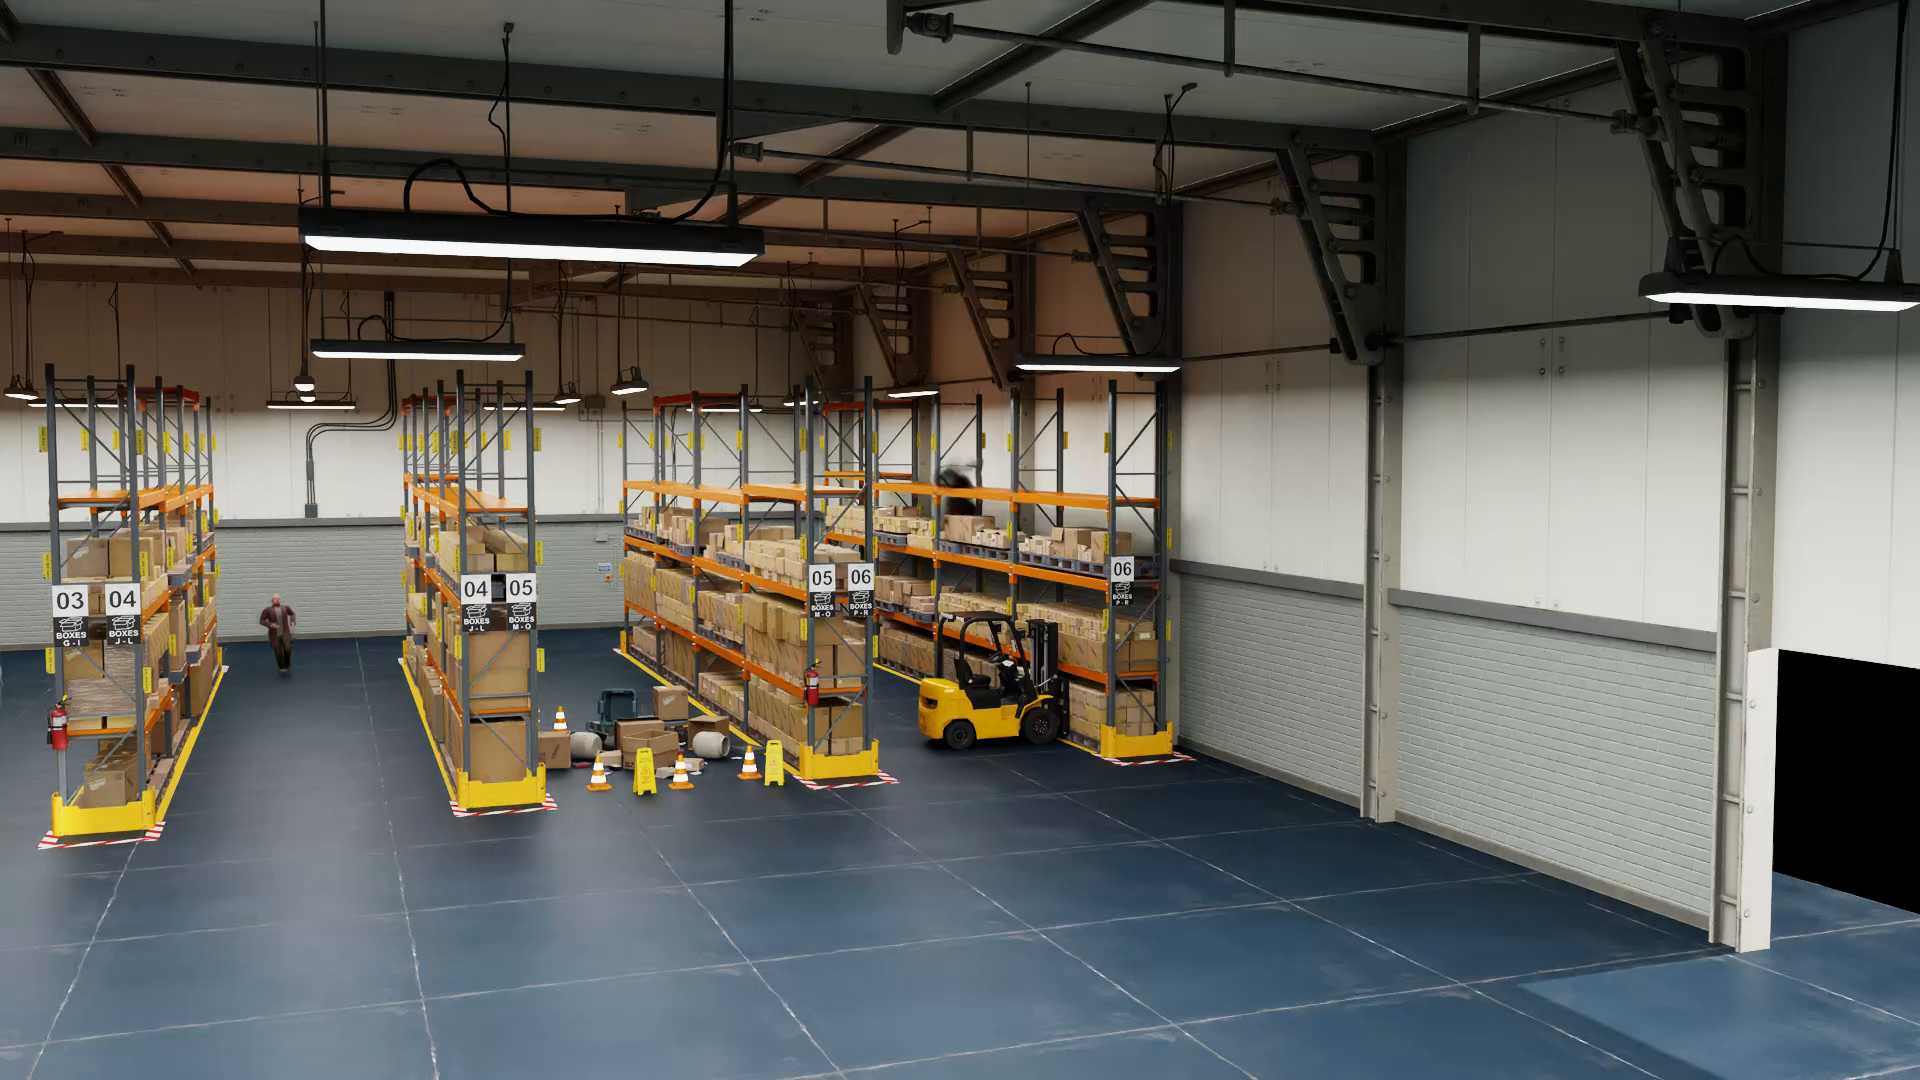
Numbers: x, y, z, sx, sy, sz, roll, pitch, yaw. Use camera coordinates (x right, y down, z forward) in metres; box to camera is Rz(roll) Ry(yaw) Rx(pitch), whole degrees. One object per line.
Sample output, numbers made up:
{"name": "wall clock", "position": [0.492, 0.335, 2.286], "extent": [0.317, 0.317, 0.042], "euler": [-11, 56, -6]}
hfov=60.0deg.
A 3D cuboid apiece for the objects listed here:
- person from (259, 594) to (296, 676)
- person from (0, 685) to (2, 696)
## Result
{"name": "person", "position": [-14.617, 2.049, 35.654], "extent": [0.740, 1.784, 0.634], "euler": [-2, 4, -31]}
{"name": "person", "position": [-15.127, 2.626, 25.627], "extent": [0.651, 1.740, 0.602], "euler": [-2, 4, -36]}
